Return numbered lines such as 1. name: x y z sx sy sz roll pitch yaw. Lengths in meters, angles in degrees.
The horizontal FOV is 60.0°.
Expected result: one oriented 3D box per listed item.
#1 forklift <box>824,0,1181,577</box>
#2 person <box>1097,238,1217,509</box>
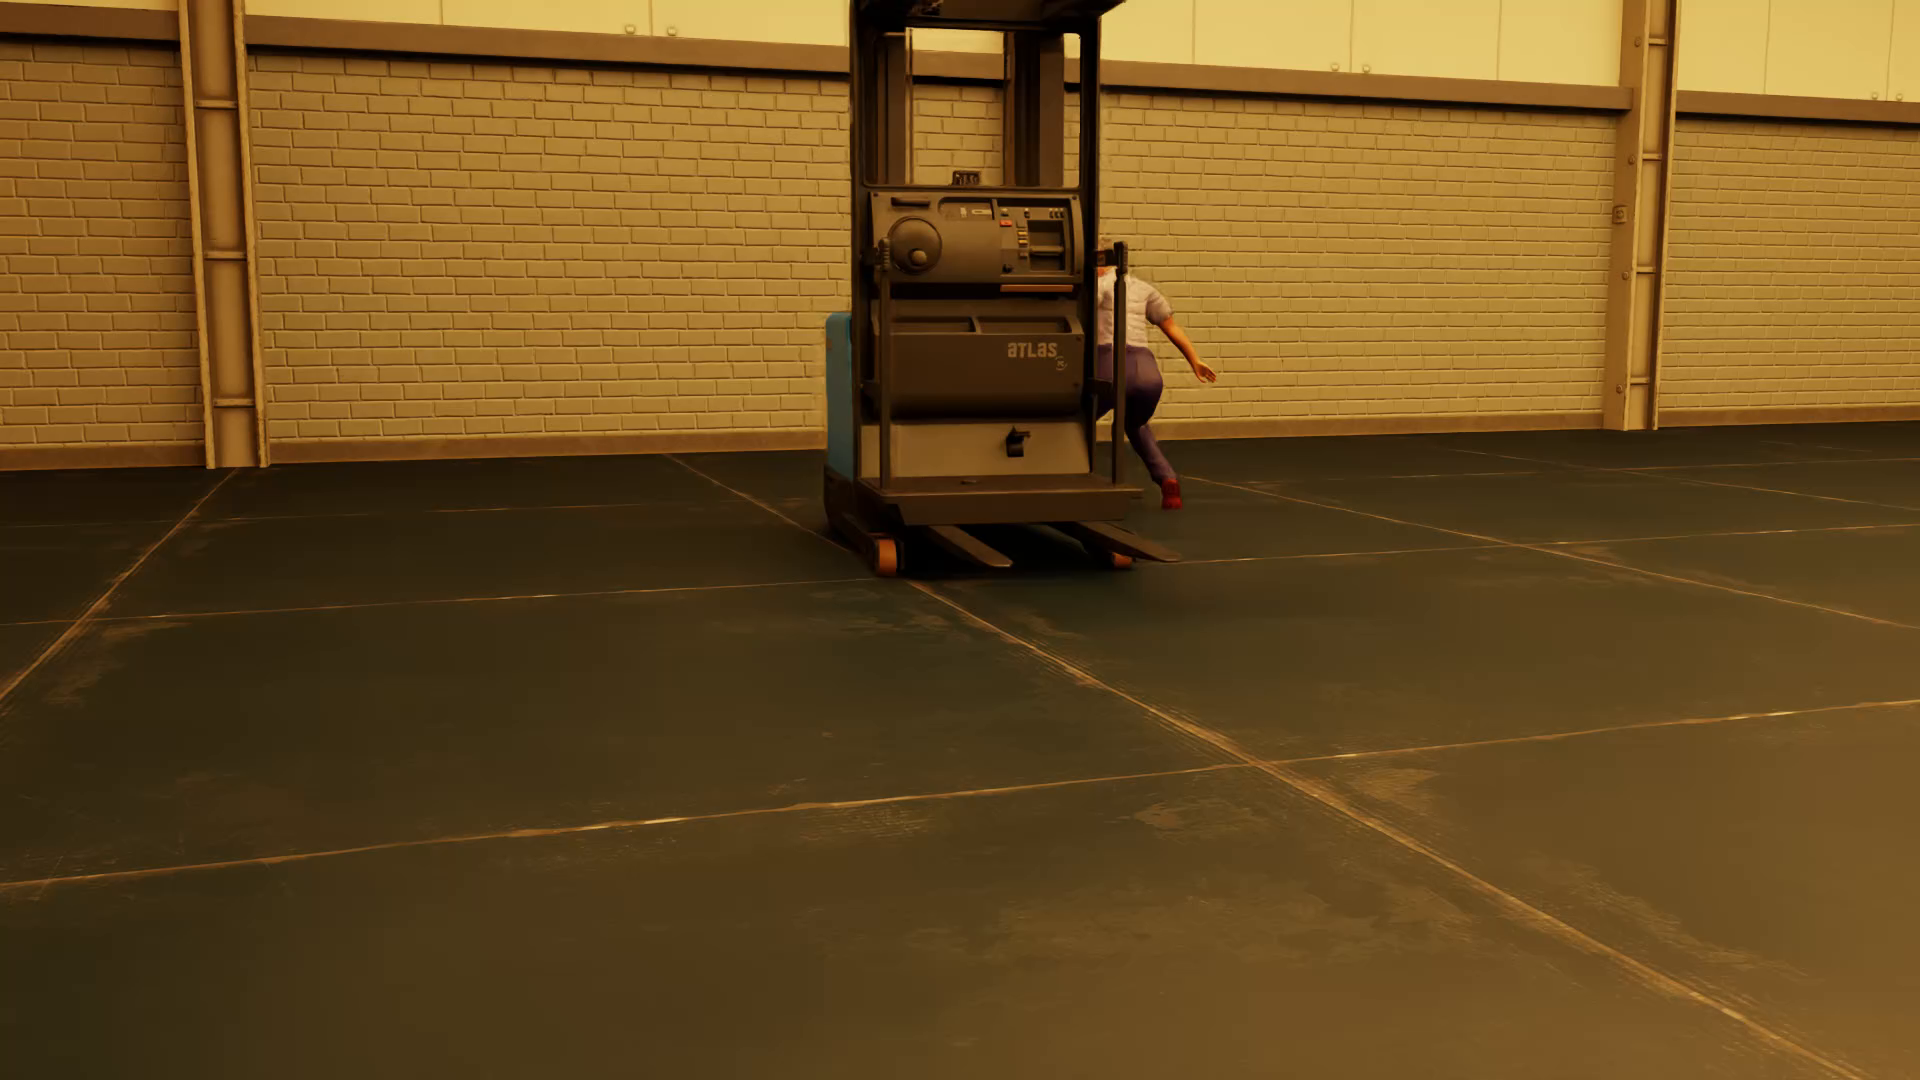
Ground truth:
1. forklift: 0.123 -1.352 6.987 1.130 2.935 3.031 -2 8 -12
2. person: 0.887 -0.853 9.041 0.946 1.566 0.510 -5 9 -30
